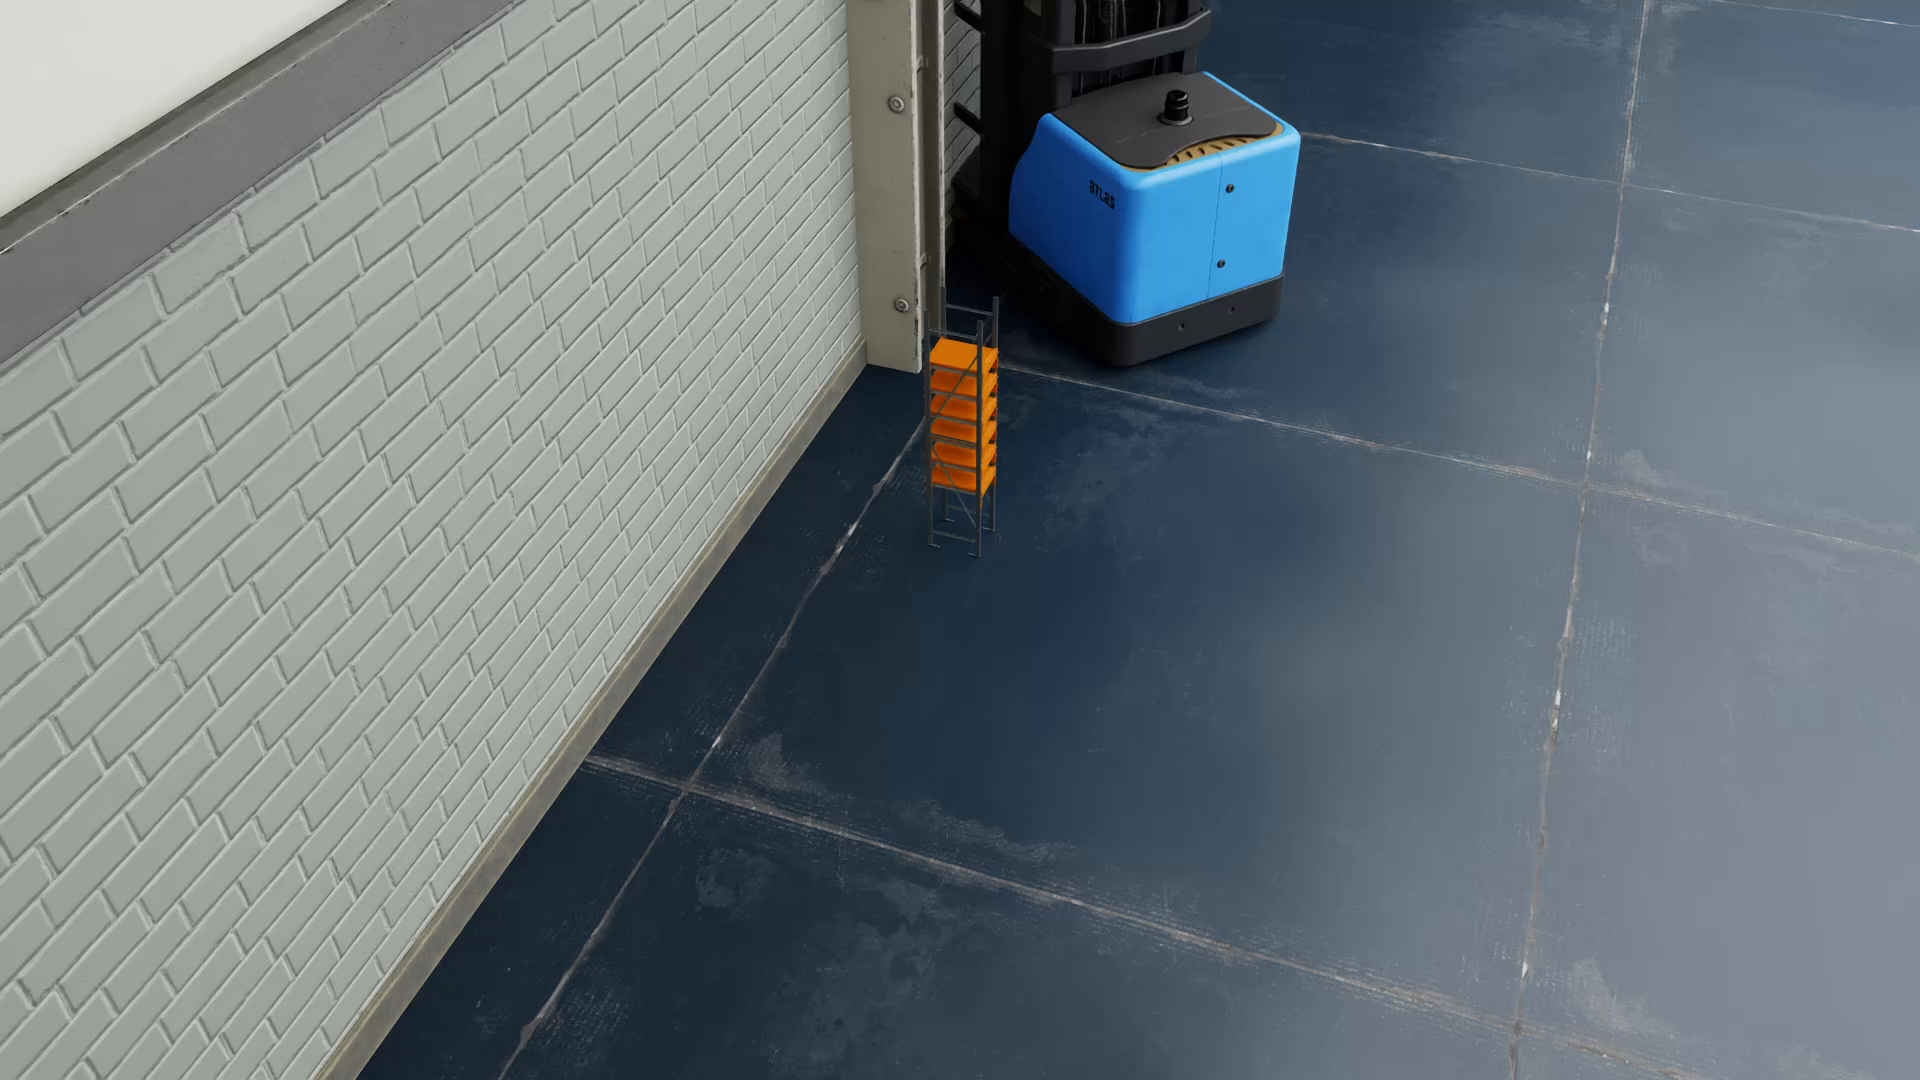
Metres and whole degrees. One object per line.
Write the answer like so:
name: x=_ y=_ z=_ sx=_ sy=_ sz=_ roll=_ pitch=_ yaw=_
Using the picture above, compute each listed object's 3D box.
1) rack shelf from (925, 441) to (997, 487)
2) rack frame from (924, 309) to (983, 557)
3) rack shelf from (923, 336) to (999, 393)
rack shelf: x=0.005 y=-0.340 z=6.978 sx=0.258 sy=0.103 sz=0.180 roll=13 pitch=42 yaw=15
rack frame: x=-0.026 y=-0.409 z=6.806 sx=0.240 sy=1.200 sz=0.006 roll=13 pitch=42 yaw=15
rack shelf: x=0.005 y=-0.705 z=6.666 sx=0.258 sy=0.103 sz=0.180 roll=13 pitch=42 yaw=15
